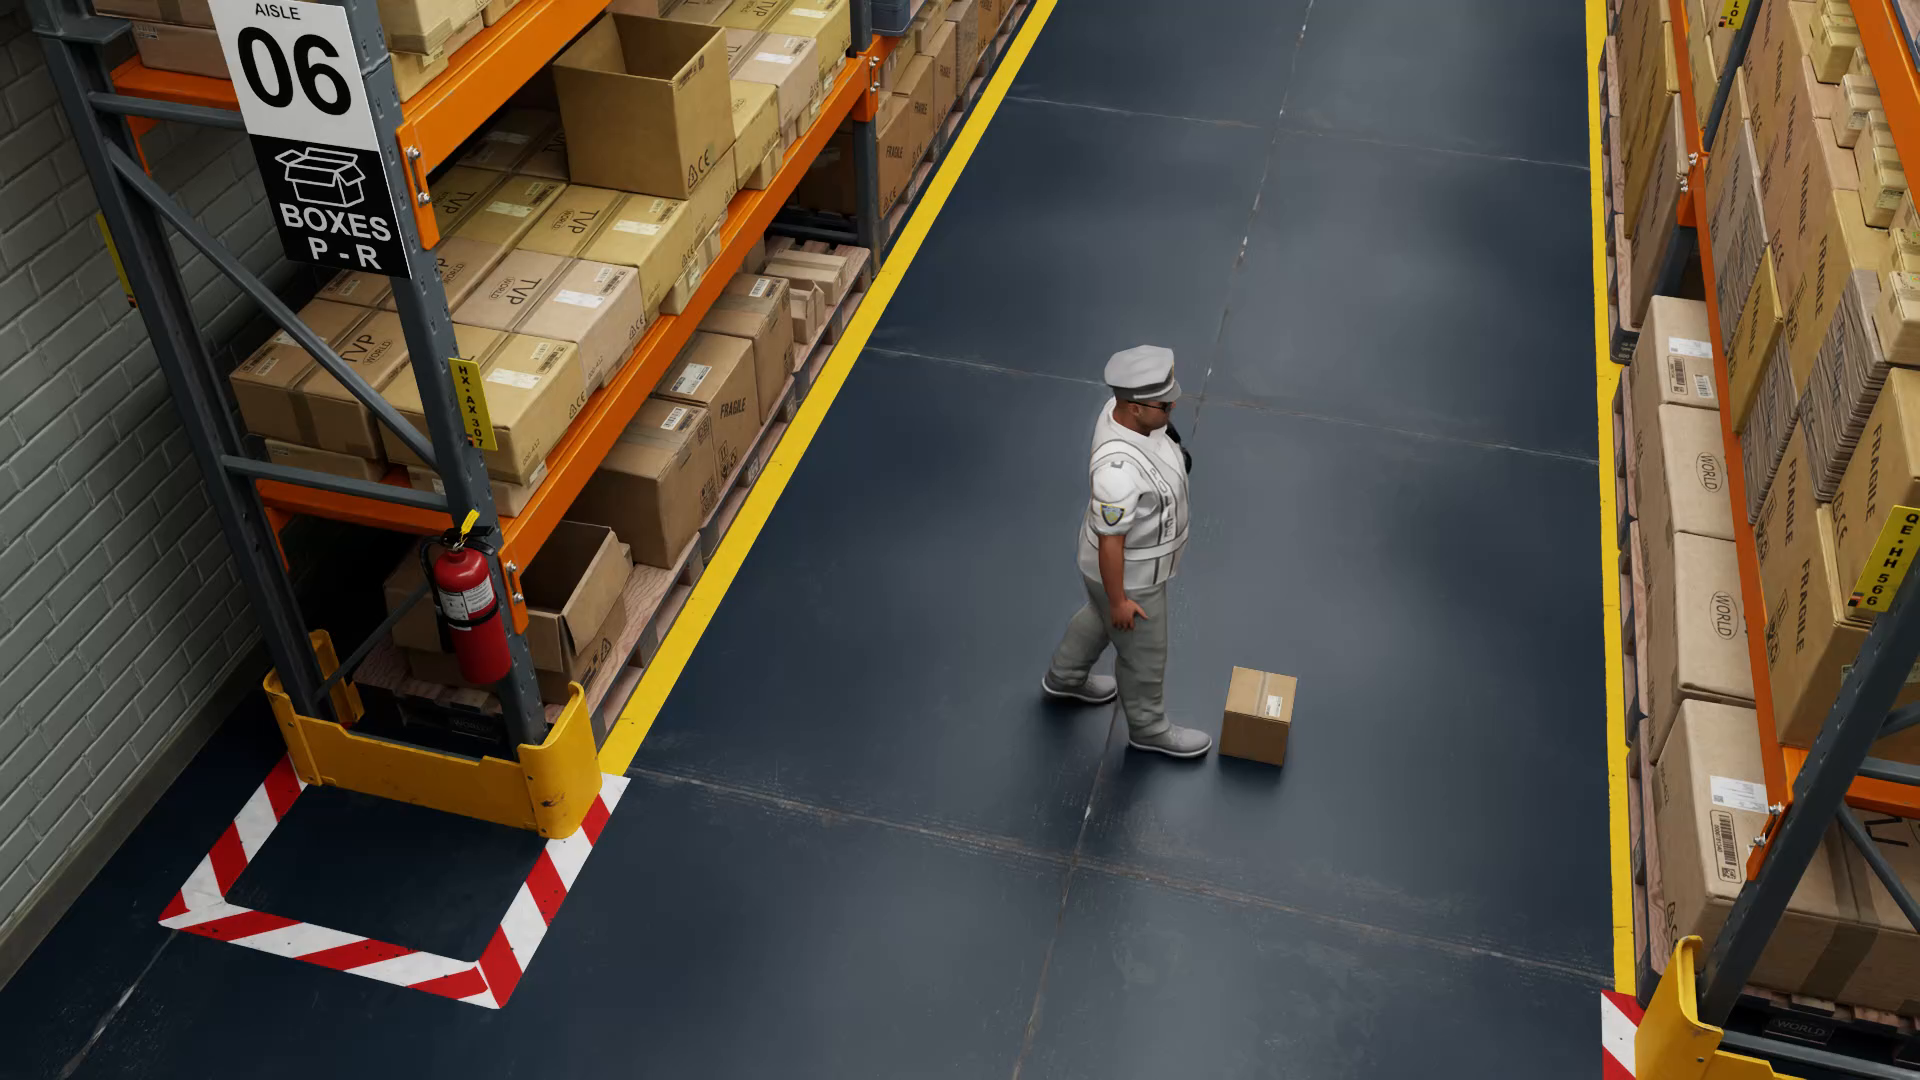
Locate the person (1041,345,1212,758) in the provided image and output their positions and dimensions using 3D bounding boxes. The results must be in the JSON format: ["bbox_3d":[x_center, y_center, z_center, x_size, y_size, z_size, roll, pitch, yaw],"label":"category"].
[{"bbox_3d":[0.656,0.061,6.065,0.701,1.760,0.550,7,41,8],"label":"person"}]
